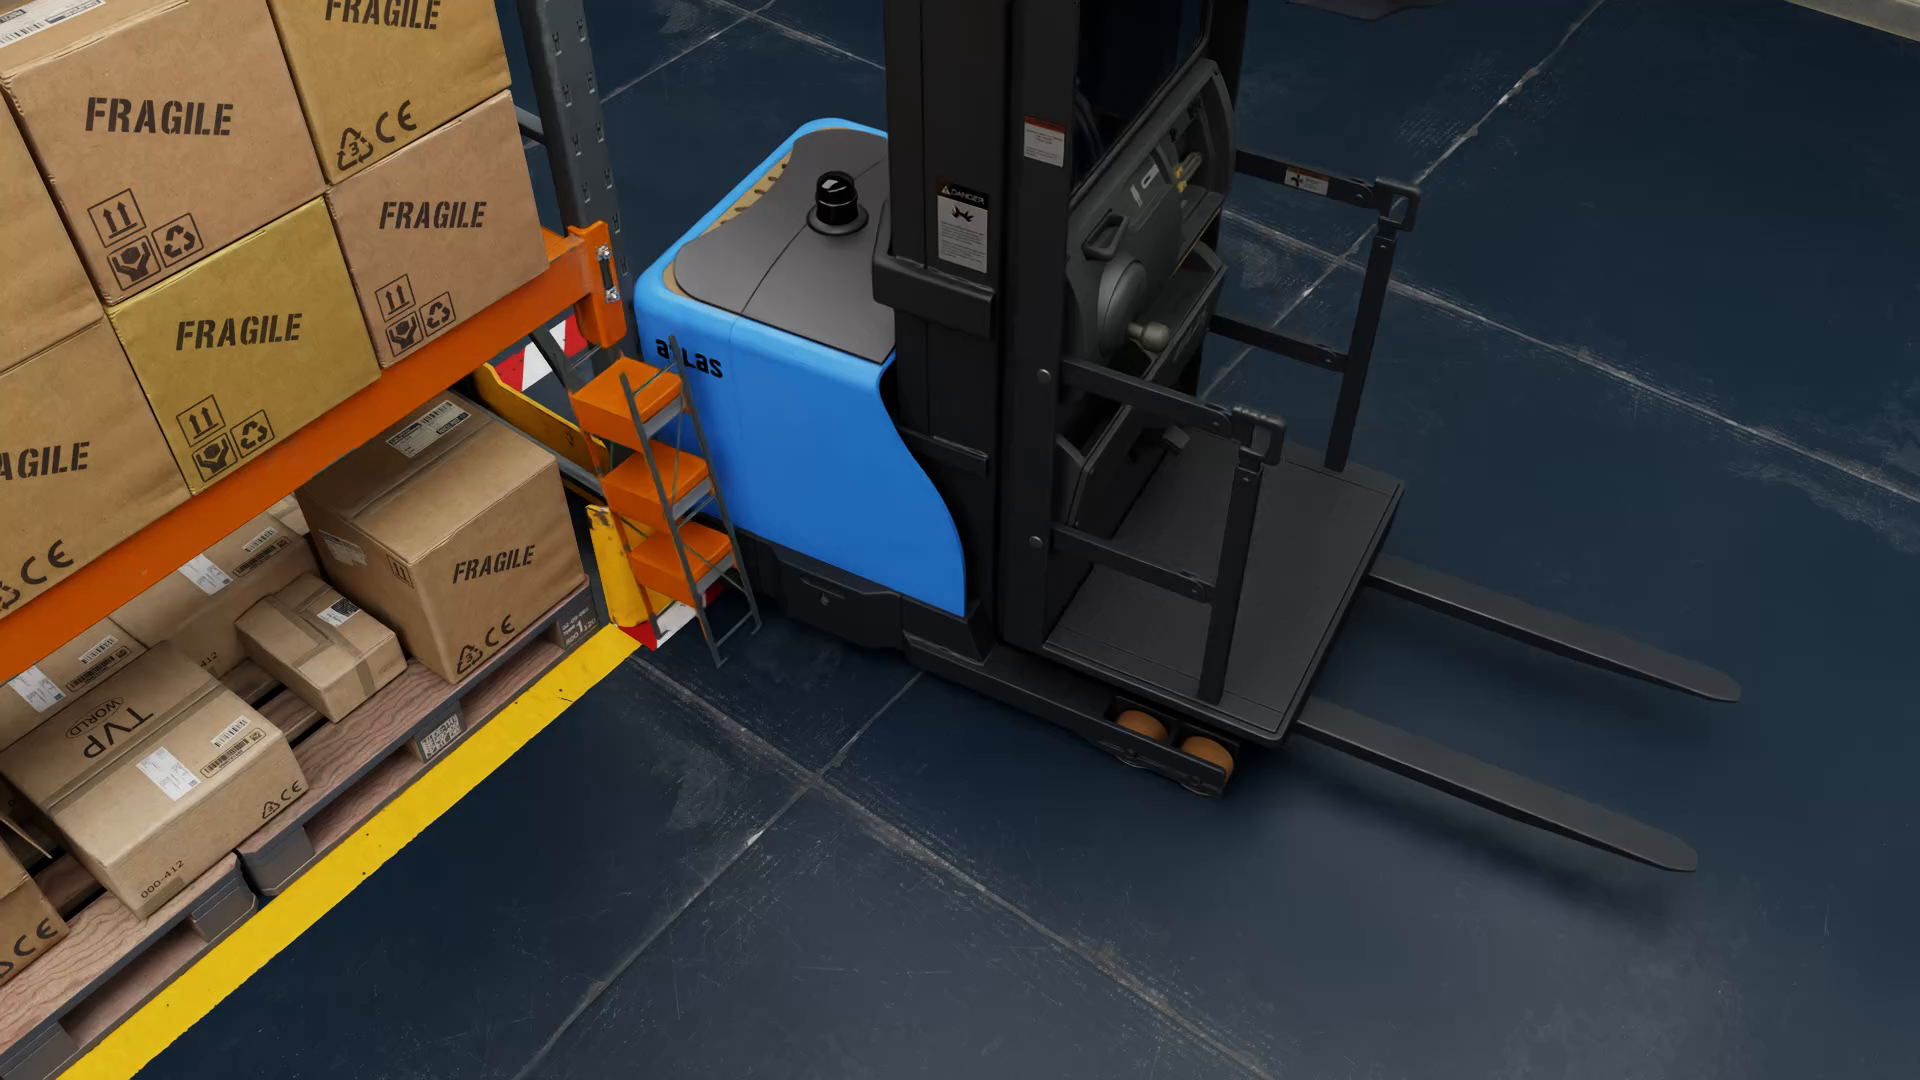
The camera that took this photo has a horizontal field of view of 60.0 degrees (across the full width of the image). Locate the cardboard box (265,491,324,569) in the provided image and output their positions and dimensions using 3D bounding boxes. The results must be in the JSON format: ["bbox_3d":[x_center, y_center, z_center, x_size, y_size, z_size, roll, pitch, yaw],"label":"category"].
[{"bbox_3d":[-1.977,-0.097,4.923,0.380,0.166,0.250,29,53,25],"label":"cardboard box"}]

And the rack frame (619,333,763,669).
[{"bbox_3d":[-0.720,-0.078,4.552,0.008,1.050,0.200,20,49,31],"label":"rack frame"}]

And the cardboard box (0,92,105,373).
[{"bbox_3d":[-1.972,-0.570,2.959,0.500,0.500,0.500,31,54,26],"label":"cardboard box"}]

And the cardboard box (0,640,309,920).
[{"bbox_3d":[-2.038,0.594,4.206,0.500,0.250,0.500,29,53,25],"label":"cardboard box"}]

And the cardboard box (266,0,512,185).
[{"bbox_3d":[-1.351,-1.158,3.521,0.500,0.500,0.500,29,53,25],"label":"cardboard box"}]

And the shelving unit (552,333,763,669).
[{"bbox_3d":[-0.819,-0.115,4.614,0.252,1.050,0.215,20,49,31],"label":"shelving unit"}]

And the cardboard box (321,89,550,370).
[{"bbox_3d":[-1.355,-0.812,3.882,0.500,0.500,0.500,31,54,26],"label":"cardboard box"}]

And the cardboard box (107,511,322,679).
[{"bbox_3d":[-2.159,0.115,4.663,0.500,0.250,0.500,29,53,25],"label":"cardboard box"}]

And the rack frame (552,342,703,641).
[{"bbox_3d":[-0.917,-0.151,4.677,0.008,1.050,0.200,20,49,31],"label":"rack frame"}]

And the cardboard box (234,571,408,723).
[{"bbox_3d":[-1.753,0.284,4.559,0.380,0.166,0.250,29,53,25],"label":"cardboard box"}]

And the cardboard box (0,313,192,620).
[{"bbox_3d":[-1.979,-0.231,3.327,0.500,0.500,0.500,30,53,25],"label":"cardboard box"}]

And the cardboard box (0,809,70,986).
[{"bbox_3d":[-2.597,0.768,3.865,0.797,0.503,0.637,29,53,25],"label":"cardboard box"}]

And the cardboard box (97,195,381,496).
[{"bbox_3d":[-1.669,-0.514,3.597,0.500,0.500,0.500,30,53,25],"label":"cardboard box"}]

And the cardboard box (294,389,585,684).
[{"bbox_3d":[-1.434,-0.023,4.622,0.500,0.500,0.500,29,53,25],"label":"cardboard box"}]

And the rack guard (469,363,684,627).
[{"bbox_3d":[-1.343,-0.247,5.141,1.175,0.500,0.348,29,53,25],"label":"rack guard"}]

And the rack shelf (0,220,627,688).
[{"bbox_3d":[-2.519,0.239,3.445,1.077,0.370,4.000,29,53,25],"label":"rack shelf"}]

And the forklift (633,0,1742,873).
[{"bbox_3d":[0.651,-0.754,3.944,3.031,2.935,1.130,21,50,19],"label":"forklift"}]

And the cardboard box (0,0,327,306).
[{"bbox_3d":[-1.659,-0.869,3.245,0.500,0.500,0.500,31,54,26],"label":"cardboard box"}]

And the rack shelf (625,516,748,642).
[{"bbox_3d":[-0.779,0.101,4.802,0.240,0.259,0.215,20,49,31],"label":"rack shelf"}]

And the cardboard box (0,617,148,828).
[{"bbox_3d":[-2.465,0.401,4.389,0.500,0.250,0.500,29,53,25],"label":"cardboard box"}]

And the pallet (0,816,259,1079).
[{"bbox_3d":[-2.576,1.004,4.145,1.003,0.211,1.213,29,53,25],"label":"pallet"}]

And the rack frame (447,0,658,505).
[{"bbox_3d":[-1.296,-1.154,4.278,1.000,3.000,0.127,29,53,25],"label":"rack frame"}]

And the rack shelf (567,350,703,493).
[{"bbox_3d":[-0.856,-0.318,4.436,0.240,0.259,0.215,20,49,31],"label":"rack shelf"}]

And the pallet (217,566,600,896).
[{"bbox_3d":[-1.830,0.309,4.809,1.003,0.211,1.213,29,53,25],"label":"pallet"}]

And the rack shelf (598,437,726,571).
[{"bbox_3d":[-0.817,-0.107,4.621,0.240,0.259,0.215,20,49,31],"label":"rack shelf"}]
